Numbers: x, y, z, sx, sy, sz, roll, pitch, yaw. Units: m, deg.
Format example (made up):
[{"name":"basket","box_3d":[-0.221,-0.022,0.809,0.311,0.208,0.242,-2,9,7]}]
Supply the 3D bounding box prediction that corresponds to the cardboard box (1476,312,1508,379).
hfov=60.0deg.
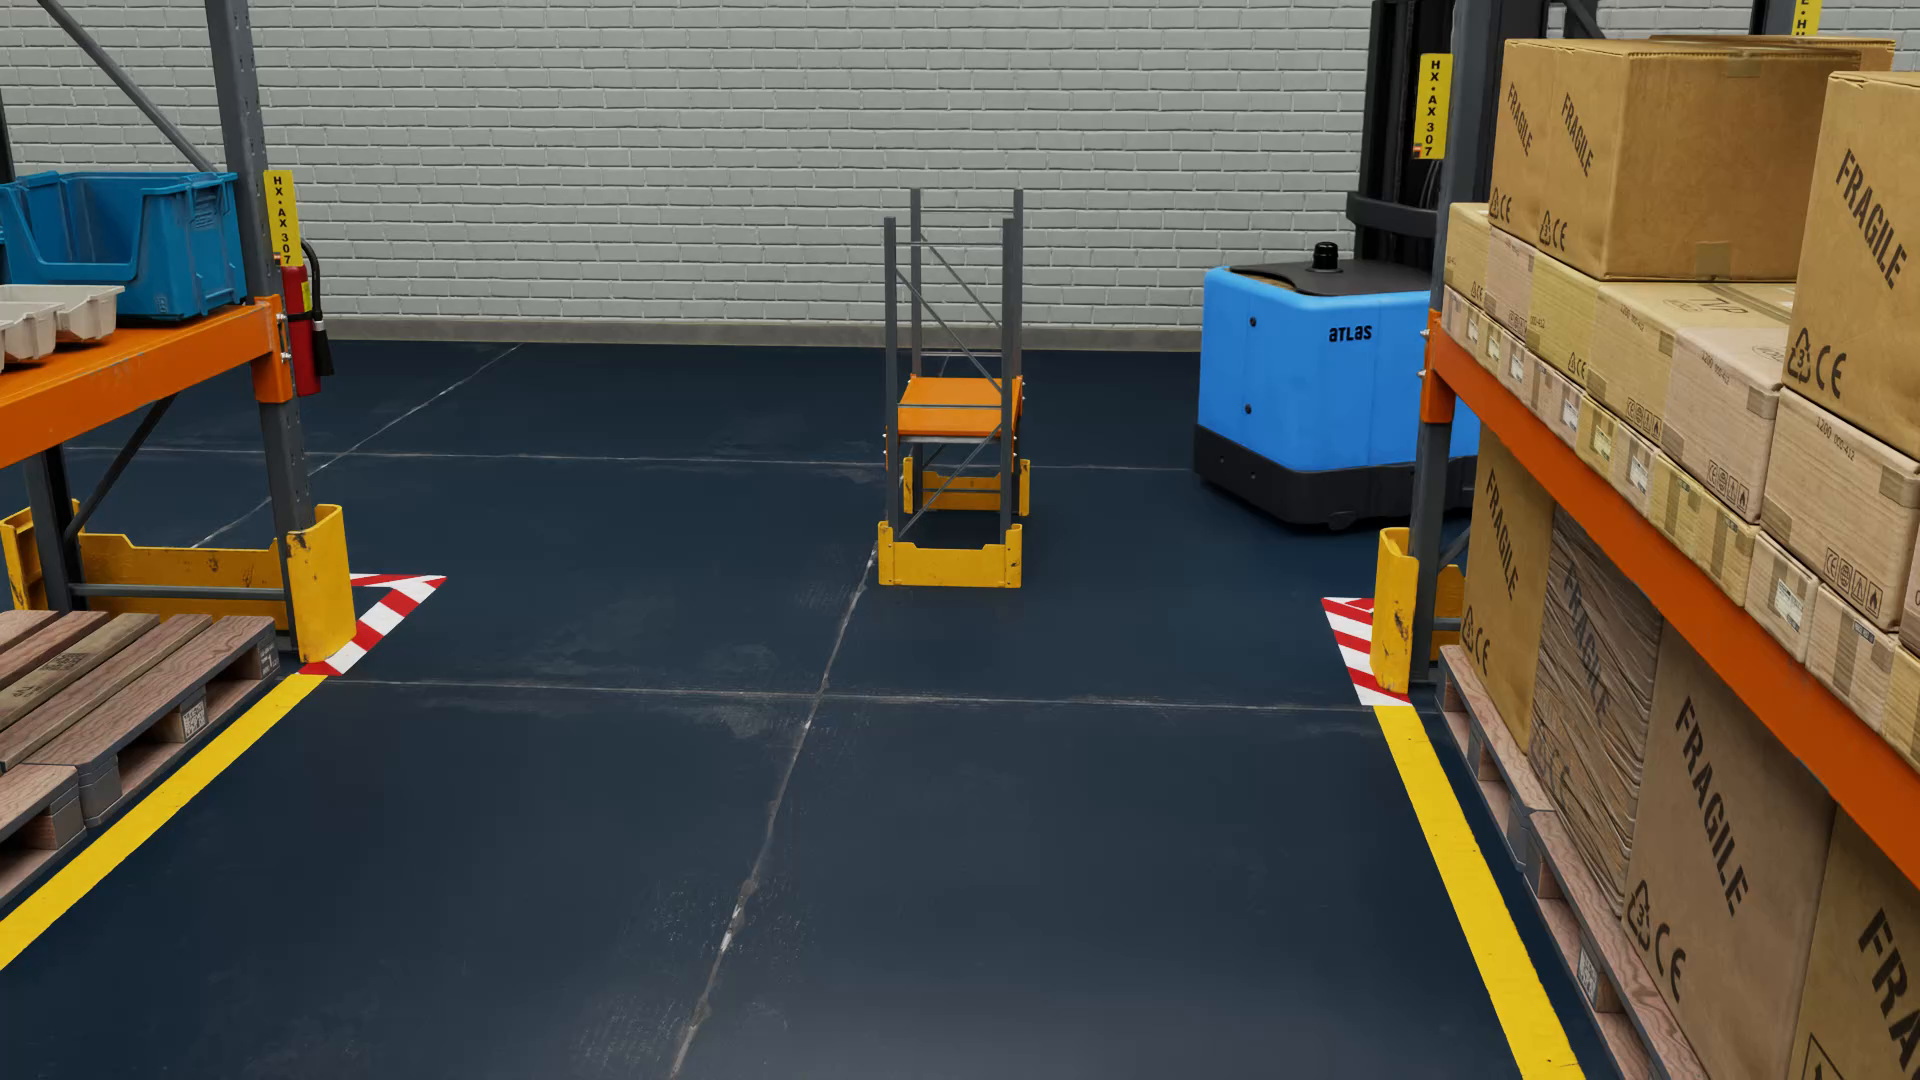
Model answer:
[{"name":"cardboard box","box_3d":[1.676,-0.542,4.663,0.380,0.149,0.250,1,18,3]}]

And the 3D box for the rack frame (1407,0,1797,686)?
[{"name":"rack frame","box_3d":[2.065,-0.923,5.424,1.000,3.000,0.127,1,18,4]}]

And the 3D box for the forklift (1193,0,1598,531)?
[{"name":"forklift","box_3d":[2.728,-1.696,7.893,3.031,2.935,1.130,-6,19,-19]}]

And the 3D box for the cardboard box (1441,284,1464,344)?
[{"name":"cardboard box","box_3d":[1.711,-0.701,5.149,0.380,0.149,0.250,1,18,5]}]

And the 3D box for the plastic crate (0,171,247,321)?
[{"name":"plastic crate","box_3d":[-2.713,-0.971,5.416,0.616,0.435,0.499,1,18,4]}]

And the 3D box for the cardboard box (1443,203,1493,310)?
[{"name":"cardboard box","box_3d":[1.762,-0.850,4.964,0.500,0.250,0.500,1,18,2]}]

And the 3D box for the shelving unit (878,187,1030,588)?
[{"name":"shelving unit","box_3d":[-0.005,-0.689,7.117,0.587,1.500,1.083,1,18,4]}]

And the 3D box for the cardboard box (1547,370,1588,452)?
[{"name":"cardboard box","box_3d":[1.621,-0.302,3.930,0.380,0.149,0.250,1,18,3]}]

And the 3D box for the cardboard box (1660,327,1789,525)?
[{"name":"cardboard box","box_3d":[1.620,-0.213,3.020,0.500,0.250,0.500,2,18,5]}]

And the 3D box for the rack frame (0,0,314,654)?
[{"name":"rack frame","box_3d":[-2.875,-1.034,5.761,1.000,3.000,0.127,1,18,4]}]

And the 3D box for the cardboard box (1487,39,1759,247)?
[{"name":"cardboard box","box_3d":[1.726,-1.051,4.373,0.500,0.500,0.500,1,18,3]}]

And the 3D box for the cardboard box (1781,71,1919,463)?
[{"name":"cardboard box","box_3d":[1.585,-0.412,2.421,0.500,0.500,0.500,1,18,4]}]

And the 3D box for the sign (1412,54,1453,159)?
[{"name":"sign","box_3d":[1.512,-1.387,5.320,0.100,0.325,0.005,1,18,4]}]

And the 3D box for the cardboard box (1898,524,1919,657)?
[{"name":"cardboard box","box_3d":[1.548,0.106,2.046,0.500,0.250,0.500,1,18,3]}]

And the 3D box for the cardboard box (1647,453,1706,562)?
[{"name":"cardboard box","box_3d":[1.565,-0.063,3.201,0.380,0.149,0.250,1,18,3]}]

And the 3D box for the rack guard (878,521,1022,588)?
[{"name":"rack guard","box_3d":[-0.041,0.060,6.840,0.587,0.250,0.087,1,18,4]}]

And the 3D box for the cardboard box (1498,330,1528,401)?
[{"name":"cardboard box","box_3d":[1.658,-0.461,4.416,0.380,0.149,0.250,1,18,3]}]

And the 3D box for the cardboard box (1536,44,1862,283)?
[{"name":"cardboard box","box_3d":[1.695,-0.890,3.882,0.500,0.500,0.500,1,18,2]}]

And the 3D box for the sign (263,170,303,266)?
[{"name":"sign","box_3d":[-2.325,-1.104,5.714,0.100,0.325,0.005,1,18,4]}]

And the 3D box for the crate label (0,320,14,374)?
[{"name":"crate label","box_3d":[-2.784,-0.503,4.468,0.396,0.136,0.243,1,18,4]}]

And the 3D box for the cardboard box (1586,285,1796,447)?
[{"name":"cardboard box","box_3d":[1.659,-0.371,3.500,0.500,0.250,0.500,1,18,3]}]

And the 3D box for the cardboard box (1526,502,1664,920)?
[{"name":"cardboard box","box_3d":[2.034,0.370,4.214,0.875,0.875,0.875,1,18,4]}]

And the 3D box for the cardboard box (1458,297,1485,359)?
[{"name":"cardboard box","box_3d":[1.694,-0.621,4.905,0.380,0.149,0.250,1,18,3]}]

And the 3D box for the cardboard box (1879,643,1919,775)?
[{"name":"cardboard box","box_3d":[1.492,0.256,2.227,0.380,0.149,0.250,2,18,5]}]

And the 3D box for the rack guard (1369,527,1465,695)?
[{"name":"rack guard","box_3d":[2.067,0.257,5.836,1.175,0.500,0.348,1,18,4]}]

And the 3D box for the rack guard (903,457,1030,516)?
[{"name":"rack guard","box_3d":[0.030,-0.250,7.784,0.587,0.250,0.087,1,18,4]}]

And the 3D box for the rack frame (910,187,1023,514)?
[{"name":"rack frame","box_3d":[0.030,-0.844,7.590,0.500,1.500,0.032,1,18,4]}]

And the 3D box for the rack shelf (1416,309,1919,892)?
[{"name":"rack shelf","box_3d":[1.922,0.040,3.640,1.077,0.370,4.000,1,18,4]}]

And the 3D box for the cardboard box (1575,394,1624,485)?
[{"name":"cardboard box","box_3d":[1.602,-0.223,3.691,0.380,0.149,0.250,1,18,3]}]

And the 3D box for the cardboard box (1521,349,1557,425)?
[{"name":"cardboard box","box_3d":[1.639,-0.382,4.175,0.380,0.149,0.250,1,18,3]}]

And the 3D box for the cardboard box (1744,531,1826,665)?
[{"name":"cardboard box","box_3d":[1.529,0.097,2.714,0.380,0.149,0.250,2,18,5]}]

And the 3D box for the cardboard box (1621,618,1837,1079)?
[{"name":"cardboard box","box_3d":[1.970,0.646,3.371,0.875,0.875,0.875,1,18,4]}]

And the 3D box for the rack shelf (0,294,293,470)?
[{"name":"rack shelf","box_3d":[-3.018,-0.071,3.977,1.077,0.370,4.000,1,18,4]}]

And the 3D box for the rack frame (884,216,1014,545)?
[{"name":"rack frame","box_3d":[-0.043,-0.528,6.627,0.500,1.500,0.032,1,18,4]}]

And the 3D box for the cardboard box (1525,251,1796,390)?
[{"name":"cardboard box","box_3d":[1.691,-0.533,3.995,0.500,0.250,0.500,1,18,2]}]

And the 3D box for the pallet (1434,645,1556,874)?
[{"name":"pallet","box_3d":[2.086,0.652,5.095,1.003,0.211,1.213,1,18,4]}]

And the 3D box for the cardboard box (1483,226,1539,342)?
[{"name":"cardboard box","box_3d":[1.731,-0.689,4.471,0.500,0.250,0.500,1,18,3]}]

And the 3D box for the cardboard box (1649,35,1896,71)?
[{"name":"cardboard box","box_3d":[2.293,-1.193,4.804,0.500,0.500,0.500,2,18,5]}]

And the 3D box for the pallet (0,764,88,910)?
[{"name":"pallet","box_3d":[-3.063,0.924,4.263,1.003,0.211,1.213,1,18,4]}]

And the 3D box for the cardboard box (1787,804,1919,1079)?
[{"name":"cardboard box","box_3d":[1.906,0.926,2.518,0.875,0.875,0.875,1,18,4]}]

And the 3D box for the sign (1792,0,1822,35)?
[{"name":"sign","box_3d":[2.606,-1.570,5.156,0.100,0.325,0.005,1,18,4]}]

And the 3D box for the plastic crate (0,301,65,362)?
[{"name":"plastic crate","box_3d":[-2.788,-0.590,4.734,0.396,0.136,0.243,1,18,4]}]

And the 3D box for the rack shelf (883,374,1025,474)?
[{"name":"rack shelf","box_3d":[-0.006,-0.515,7.165,0.538,0.185,1.000,1,18,4]}]

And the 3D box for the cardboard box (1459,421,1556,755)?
[{"name":"cardboard box","box_3d":[2.099,0.087,5.077,0.875,0.875,0.875,1,18,4]}]

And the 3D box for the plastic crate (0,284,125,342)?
[{"name":"plastic crate","box_3d":[-2.753,-0.680,5.008,0.396,0.136,0.243,1,18,4]}]

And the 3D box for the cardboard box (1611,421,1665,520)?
[{"name":"cardboard box","box_3d":[1.585,-0.142,3.442,0.380,0.149,0.250,2,18,5]}]

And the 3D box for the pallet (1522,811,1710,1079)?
[{"name":"pallet","box_3d":[1.996,1.030,3.941,1.003,0.211,1.213,1,18,4]}]

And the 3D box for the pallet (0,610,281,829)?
[{"name":"pallet","box_3d":[-2.973,0.546,5.416,1.003,0.211,1.213,1,18,4]}]

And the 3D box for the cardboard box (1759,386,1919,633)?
[{"name":"cardboard box","box_3d":[1.583,-0.055,2.536,0.500,0.250,0.500,2,18,6]}]

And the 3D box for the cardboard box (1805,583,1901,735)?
[{"name":"cardboard box","box_3d":[1.510,0.177,2.470,0.380,0.149,0.250,1,18,3]}]

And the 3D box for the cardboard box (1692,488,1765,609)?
[{"name":"cardboard box","box_3d":[1.547,0.017,2.958,0.380,0.149,0.250,2,18,5]}]

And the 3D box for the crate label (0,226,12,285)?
[{"name":"crate label","box_3d":[-3.221,-0.914,5.566,0.416,0.233,0.303,1,18,4]}]

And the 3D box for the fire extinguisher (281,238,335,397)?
[{"name":"fire extinguisher","box_3d":[-2.411,-0.857,5.943,0.296,0.674,0.183,1,18,4]}]

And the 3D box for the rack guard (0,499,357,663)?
[{"name":"rack guard","box_3d":[-2.886,0.146,6.174,1.175,0.500,0.348,1,18,4]}]
